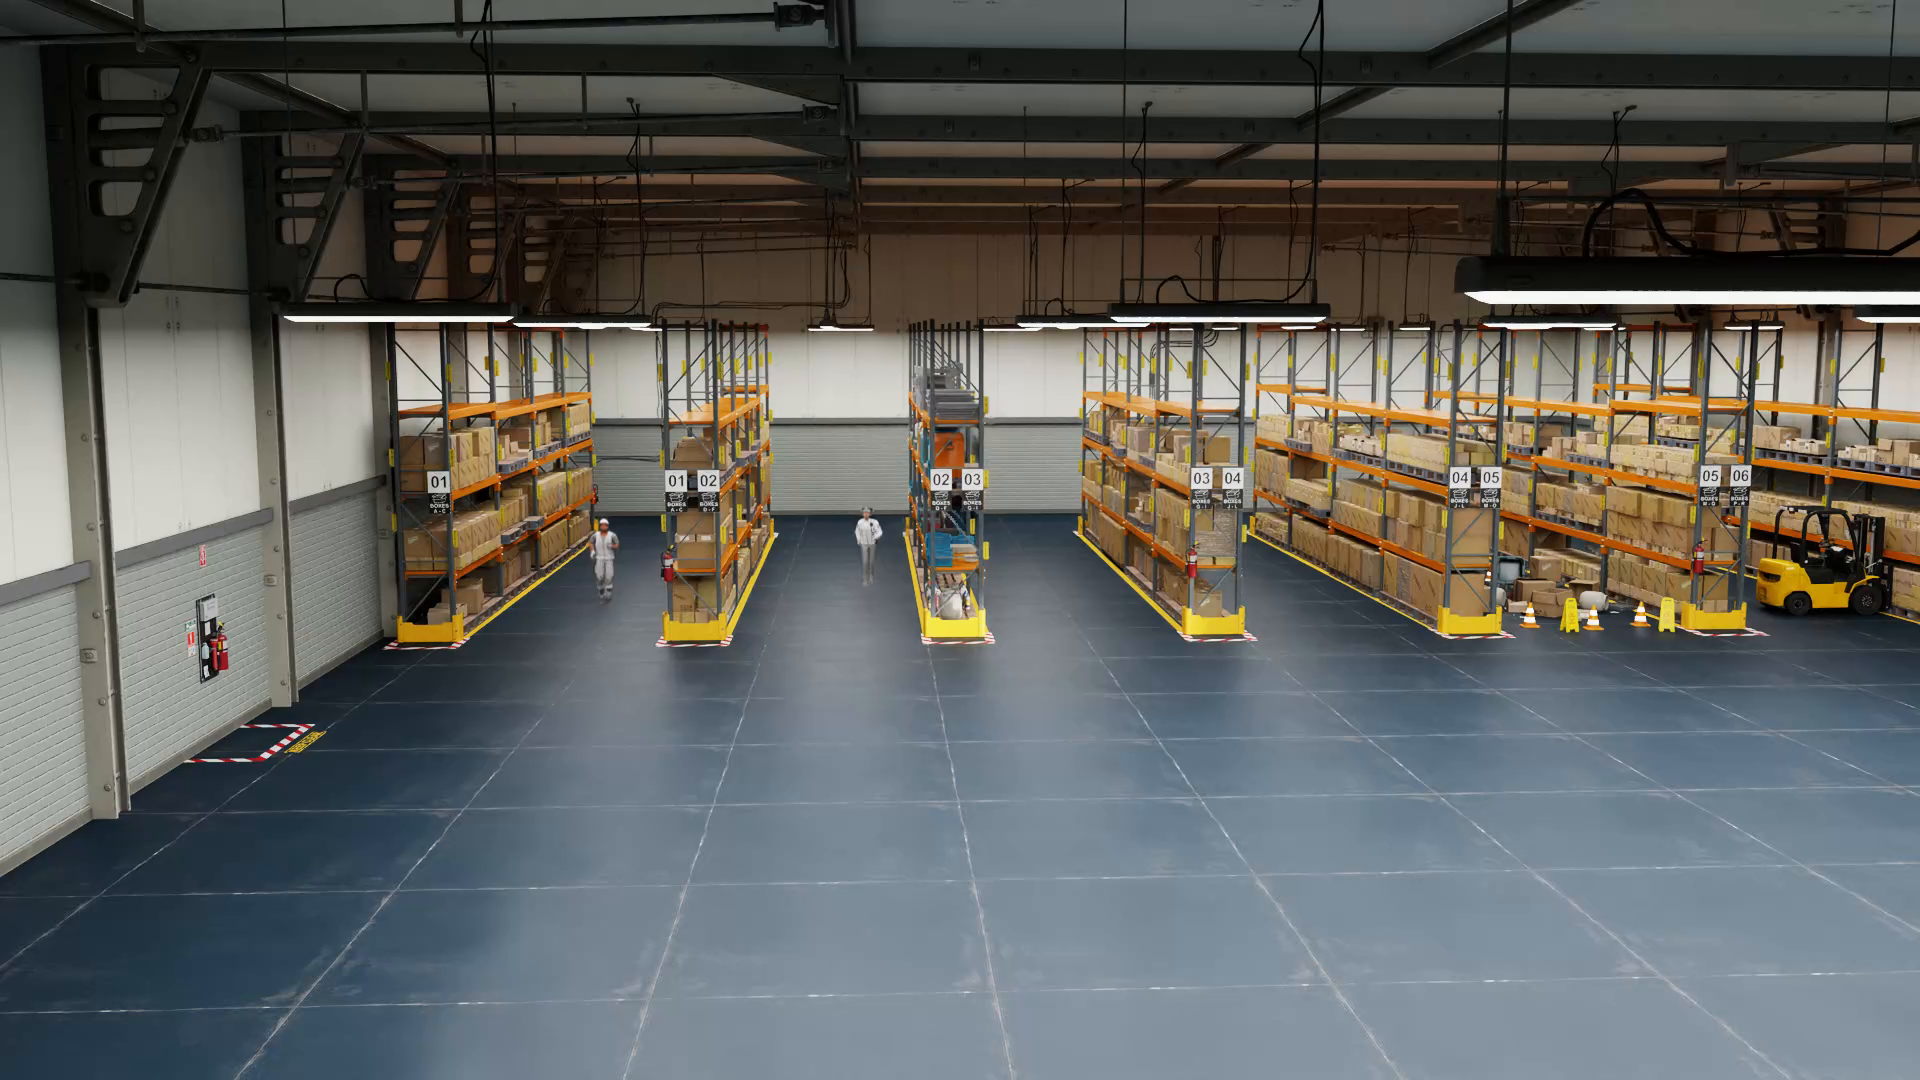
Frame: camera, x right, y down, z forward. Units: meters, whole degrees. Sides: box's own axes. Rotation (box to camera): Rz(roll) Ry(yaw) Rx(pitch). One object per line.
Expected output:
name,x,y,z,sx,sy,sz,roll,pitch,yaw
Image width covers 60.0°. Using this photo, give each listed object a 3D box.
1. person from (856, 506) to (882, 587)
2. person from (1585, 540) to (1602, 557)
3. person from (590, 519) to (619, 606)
person,-1.985,0.116,36.152,0.608,1.721,0.769,1,7,5
person,15.724,-0.190,41.083,0.651,1.688,0.607,-1,7,-4
person,-7.562,0.469,35.393,0.631,1.844,0.735,-1,7,-11
